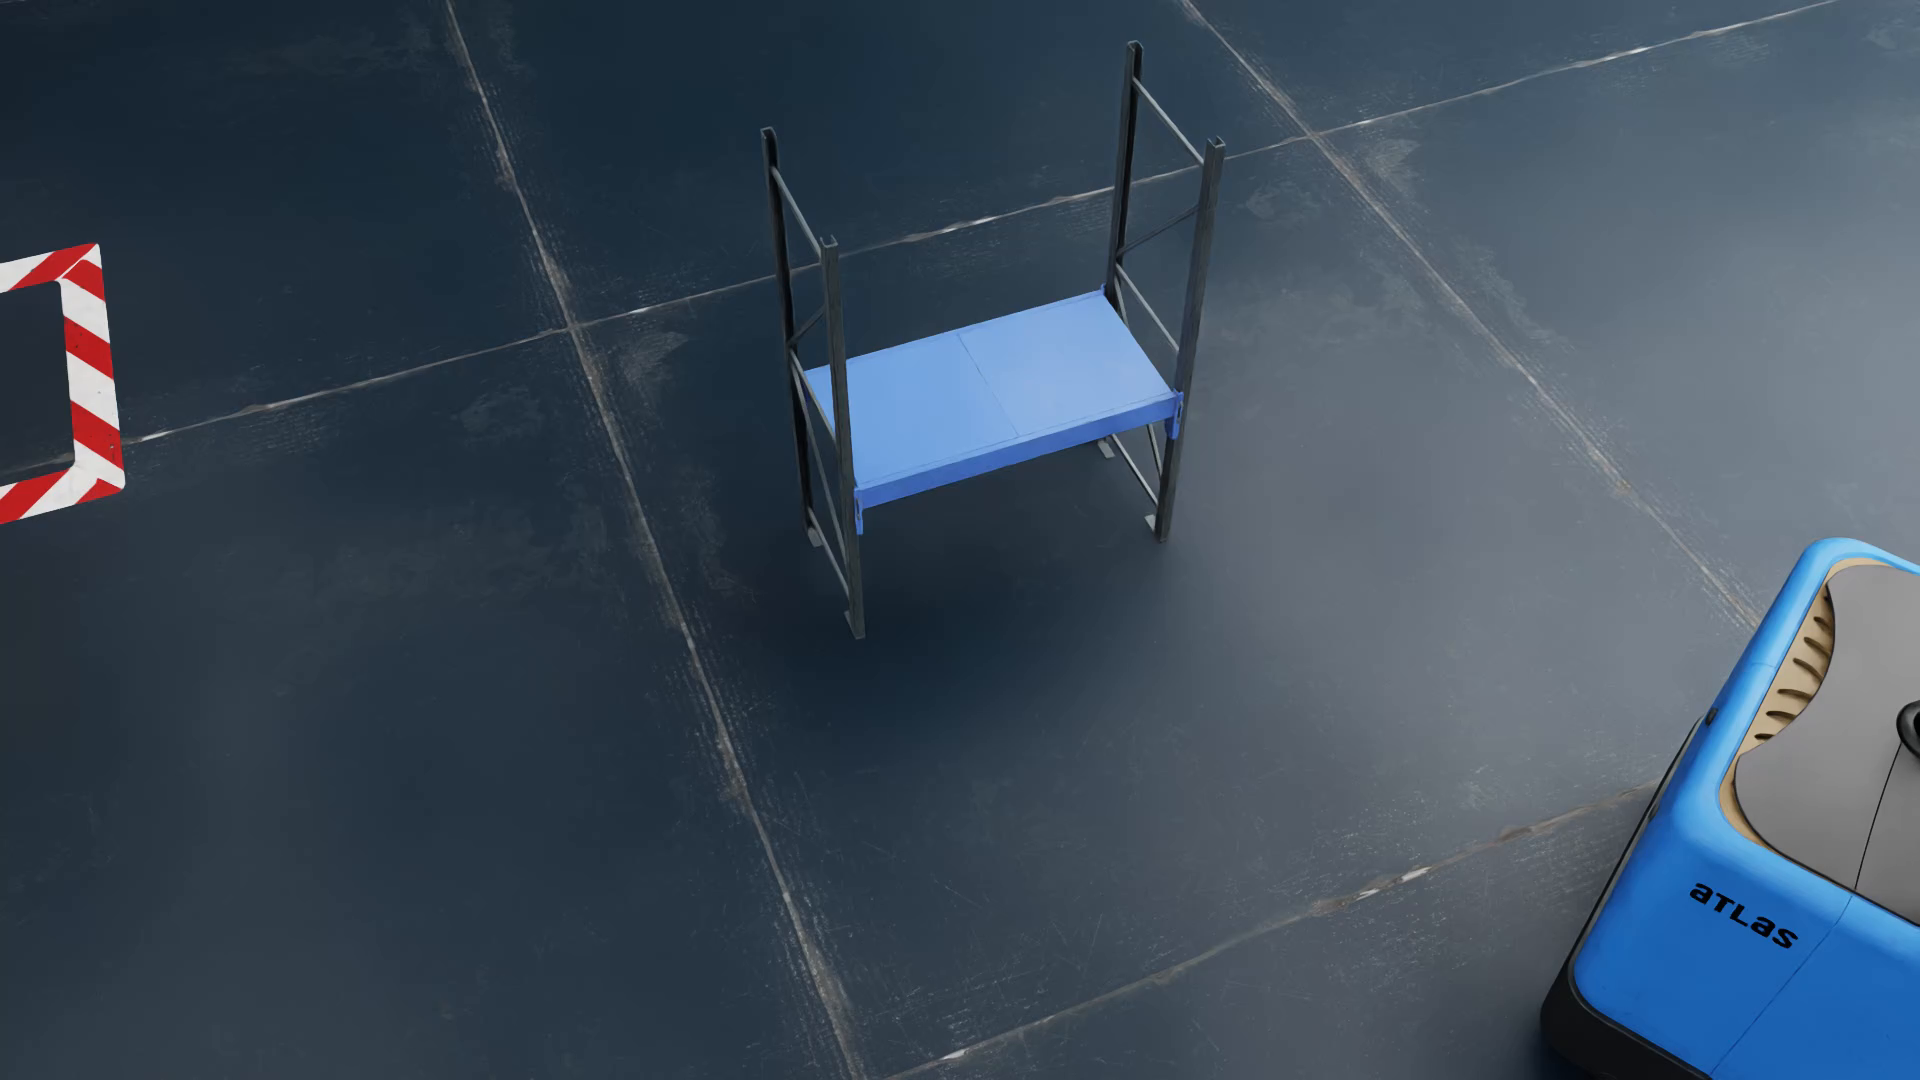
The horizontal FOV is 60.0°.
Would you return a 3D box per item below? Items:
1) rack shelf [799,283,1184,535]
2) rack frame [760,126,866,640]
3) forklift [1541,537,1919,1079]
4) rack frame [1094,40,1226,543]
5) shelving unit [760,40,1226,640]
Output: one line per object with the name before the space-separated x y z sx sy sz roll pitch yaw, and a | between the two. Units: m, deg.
rack shelf | 0.079 -0.396 4.839 1.000 0.185 0.538 -17 52 -14
rack frame | -0.392 -0.367 4.577 0.032 1.500 0.500 -17 52 -14
forklift | 2.932 0.670 2.743 3.031 2.935 1.130 29 55 23
rack frame | 0.550 -0.659 4.827 0.032 1.500 0.500 -17 52 -14
shelving unit | 0.079 -0.513 4.702 1.048 1.500 0.538 -17 52 -14
